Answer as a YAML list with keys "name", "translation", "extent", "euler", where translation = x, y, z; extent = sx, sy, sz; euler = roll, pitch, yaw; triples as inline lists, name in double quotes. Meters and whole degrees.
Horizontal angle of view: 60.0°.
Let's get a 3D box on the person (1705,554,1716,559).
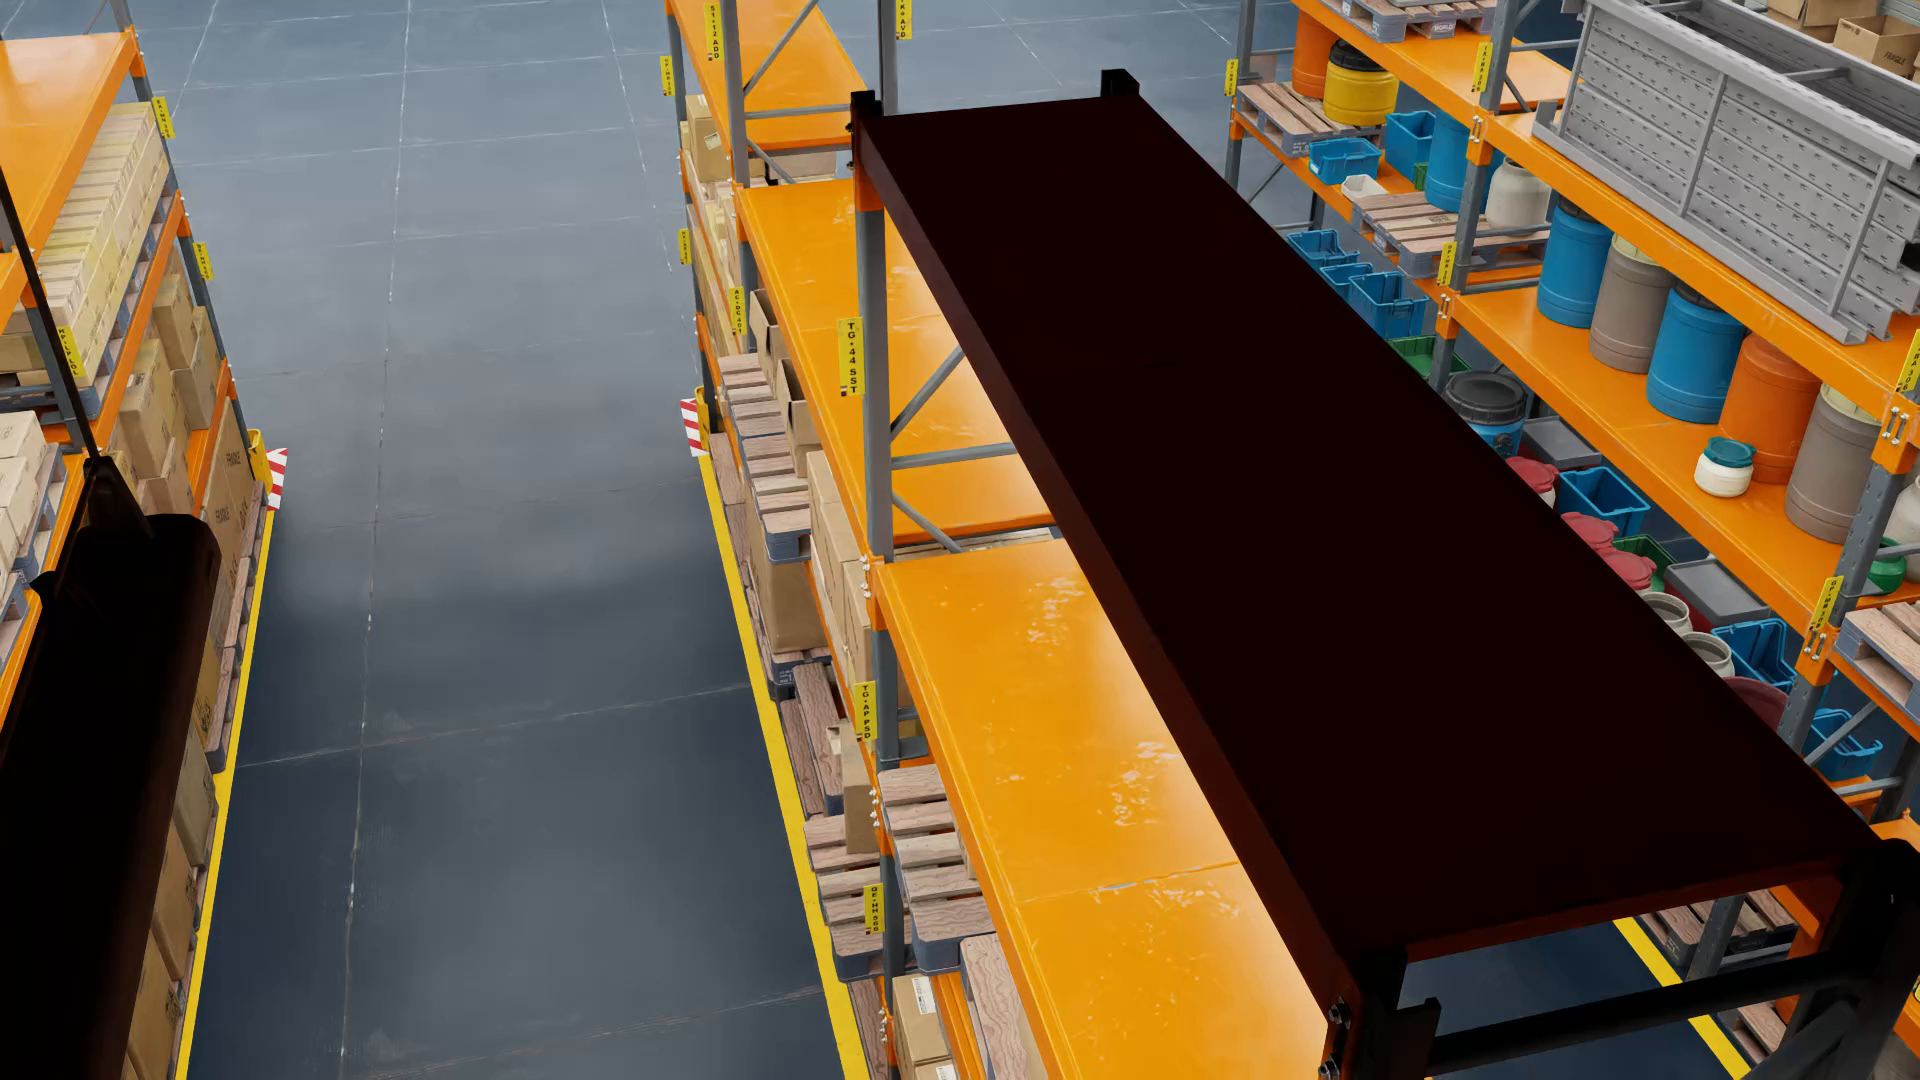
- name: "person"
  translation: [5.389, 0.454, 11.970]
  extent: [0.446, 1.616, 0.982]
  euler: [-4, 35, -6]
